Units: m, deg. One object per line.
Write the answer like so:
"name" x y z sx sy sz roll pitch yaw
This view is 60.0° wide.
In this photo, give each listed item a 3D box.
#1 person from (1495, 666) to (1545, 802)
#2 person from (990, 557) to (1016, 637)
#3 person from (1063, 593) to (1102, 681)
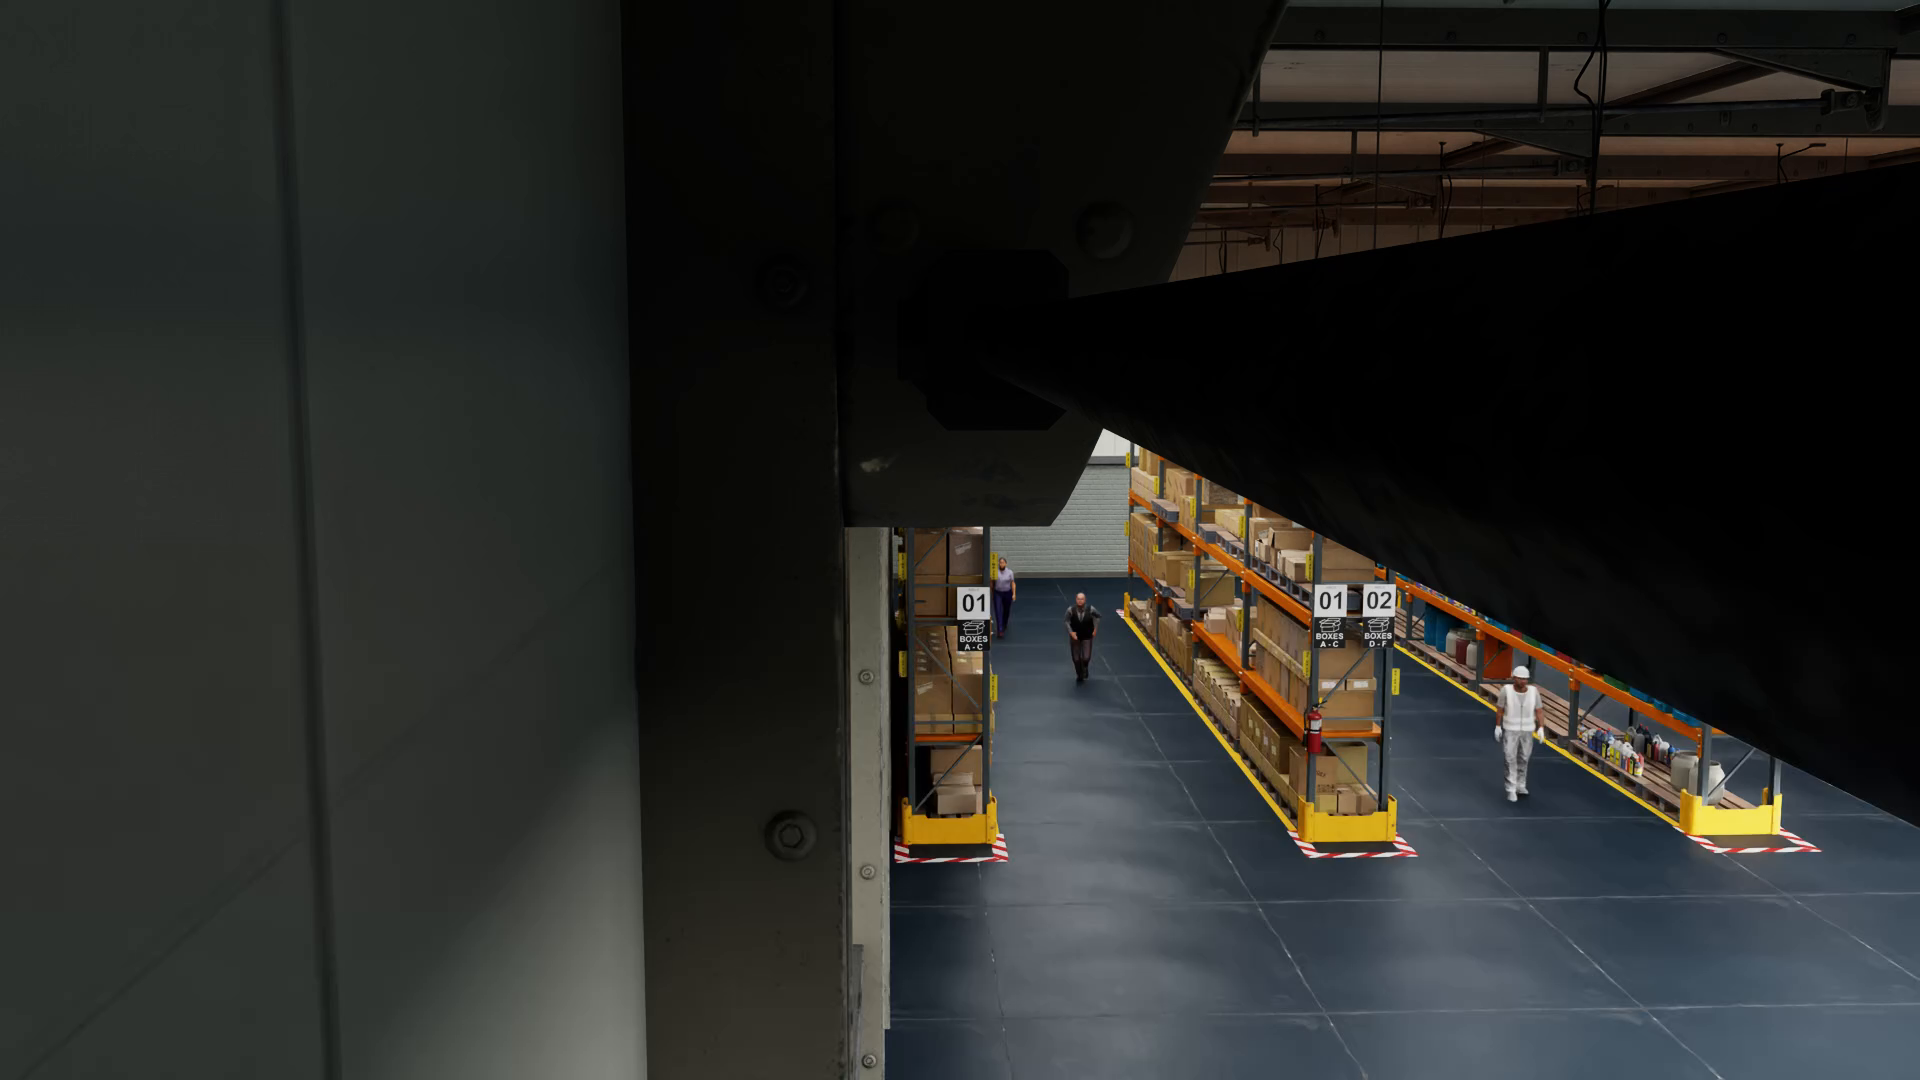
"person" 7.546 2.605 22.423 0.610 1.838 0.532 1 7 8
"person" 0.886 1.145 34.245 0.509 1.588 1.034 -1 7 -5
"person" 2.180 1.734 29.615 0.693 1.635 0.722 1 7 6
